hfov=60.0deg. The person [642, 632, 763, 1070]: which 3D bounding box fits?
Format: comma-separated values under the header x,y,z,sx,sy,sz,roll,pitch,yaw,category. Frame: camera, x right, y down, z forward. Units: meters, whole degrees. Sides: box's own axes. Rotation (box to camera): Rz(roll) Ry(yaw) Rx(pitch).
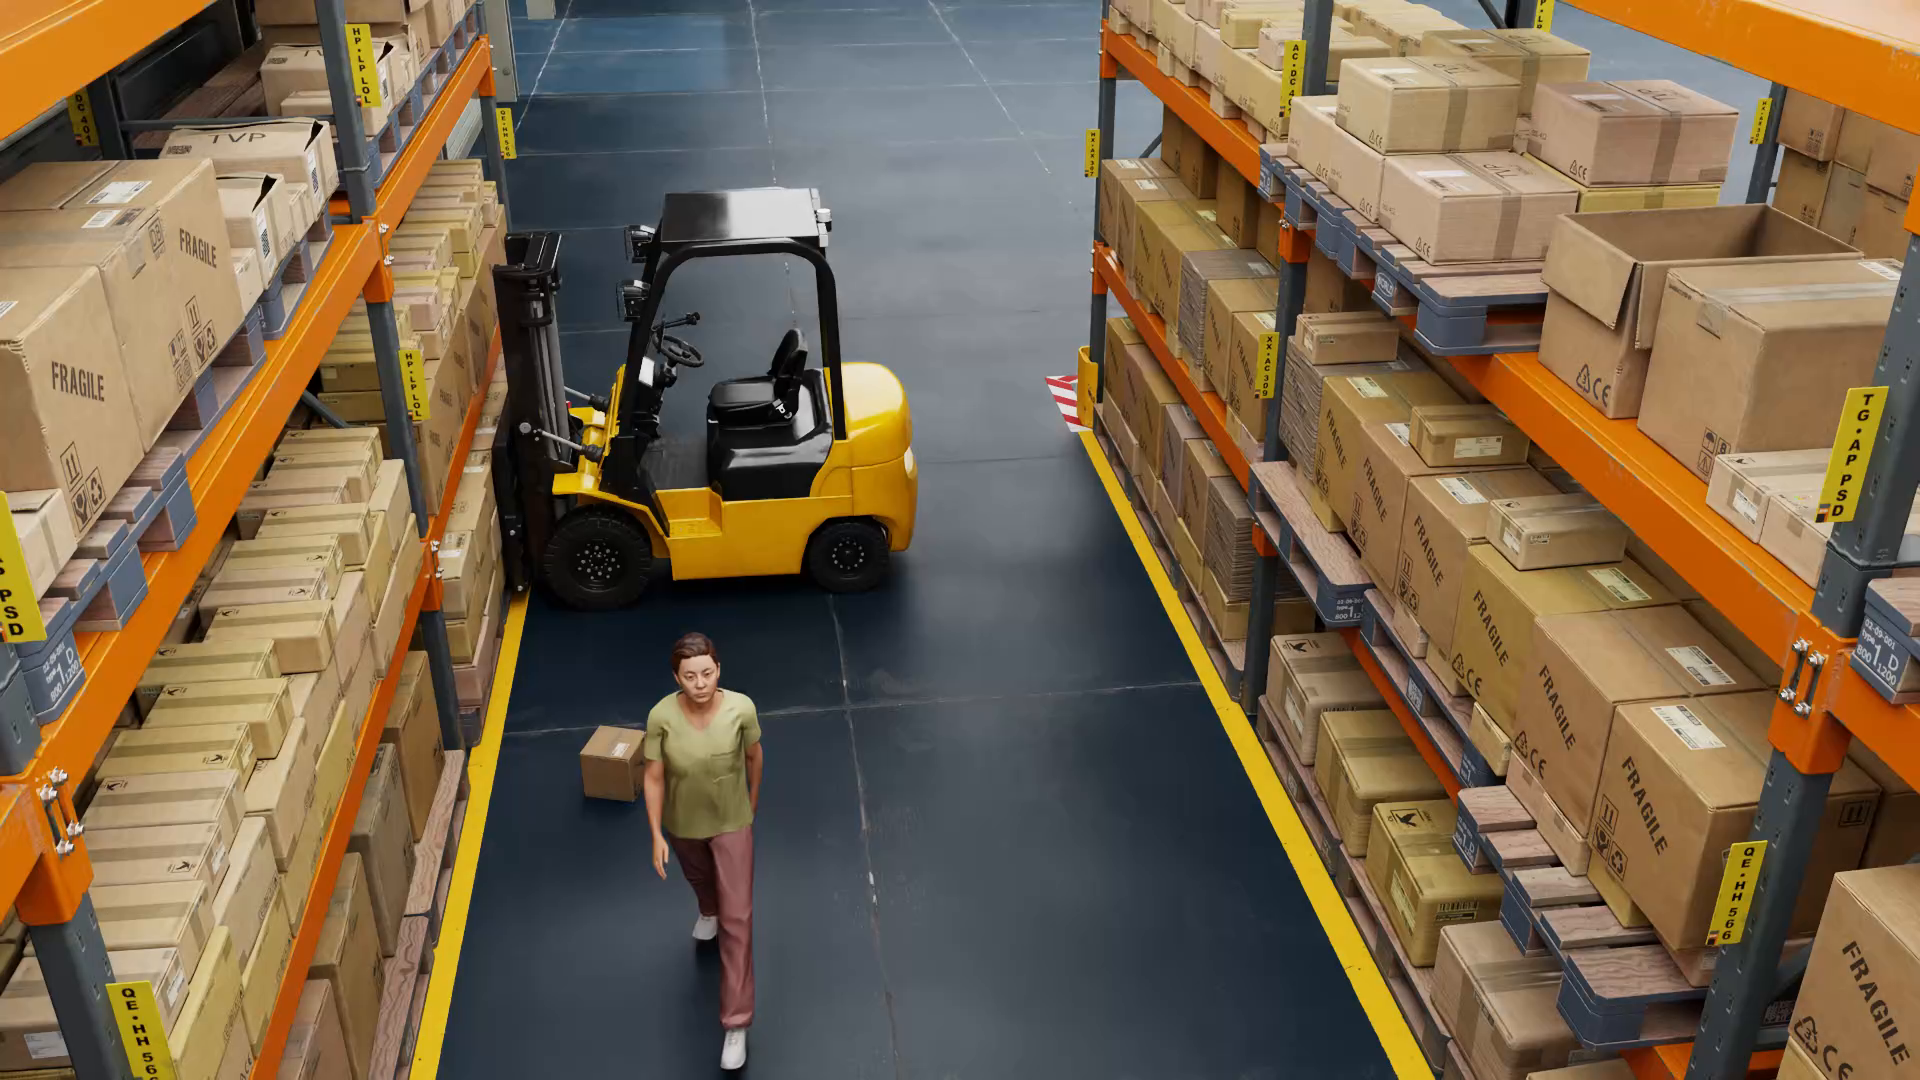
x,y,z,sx,sy,sz,roll,pitch,yaw,category
-0.989,1.106,6.446,0.439,1.607,1.037,0,27,0,person
